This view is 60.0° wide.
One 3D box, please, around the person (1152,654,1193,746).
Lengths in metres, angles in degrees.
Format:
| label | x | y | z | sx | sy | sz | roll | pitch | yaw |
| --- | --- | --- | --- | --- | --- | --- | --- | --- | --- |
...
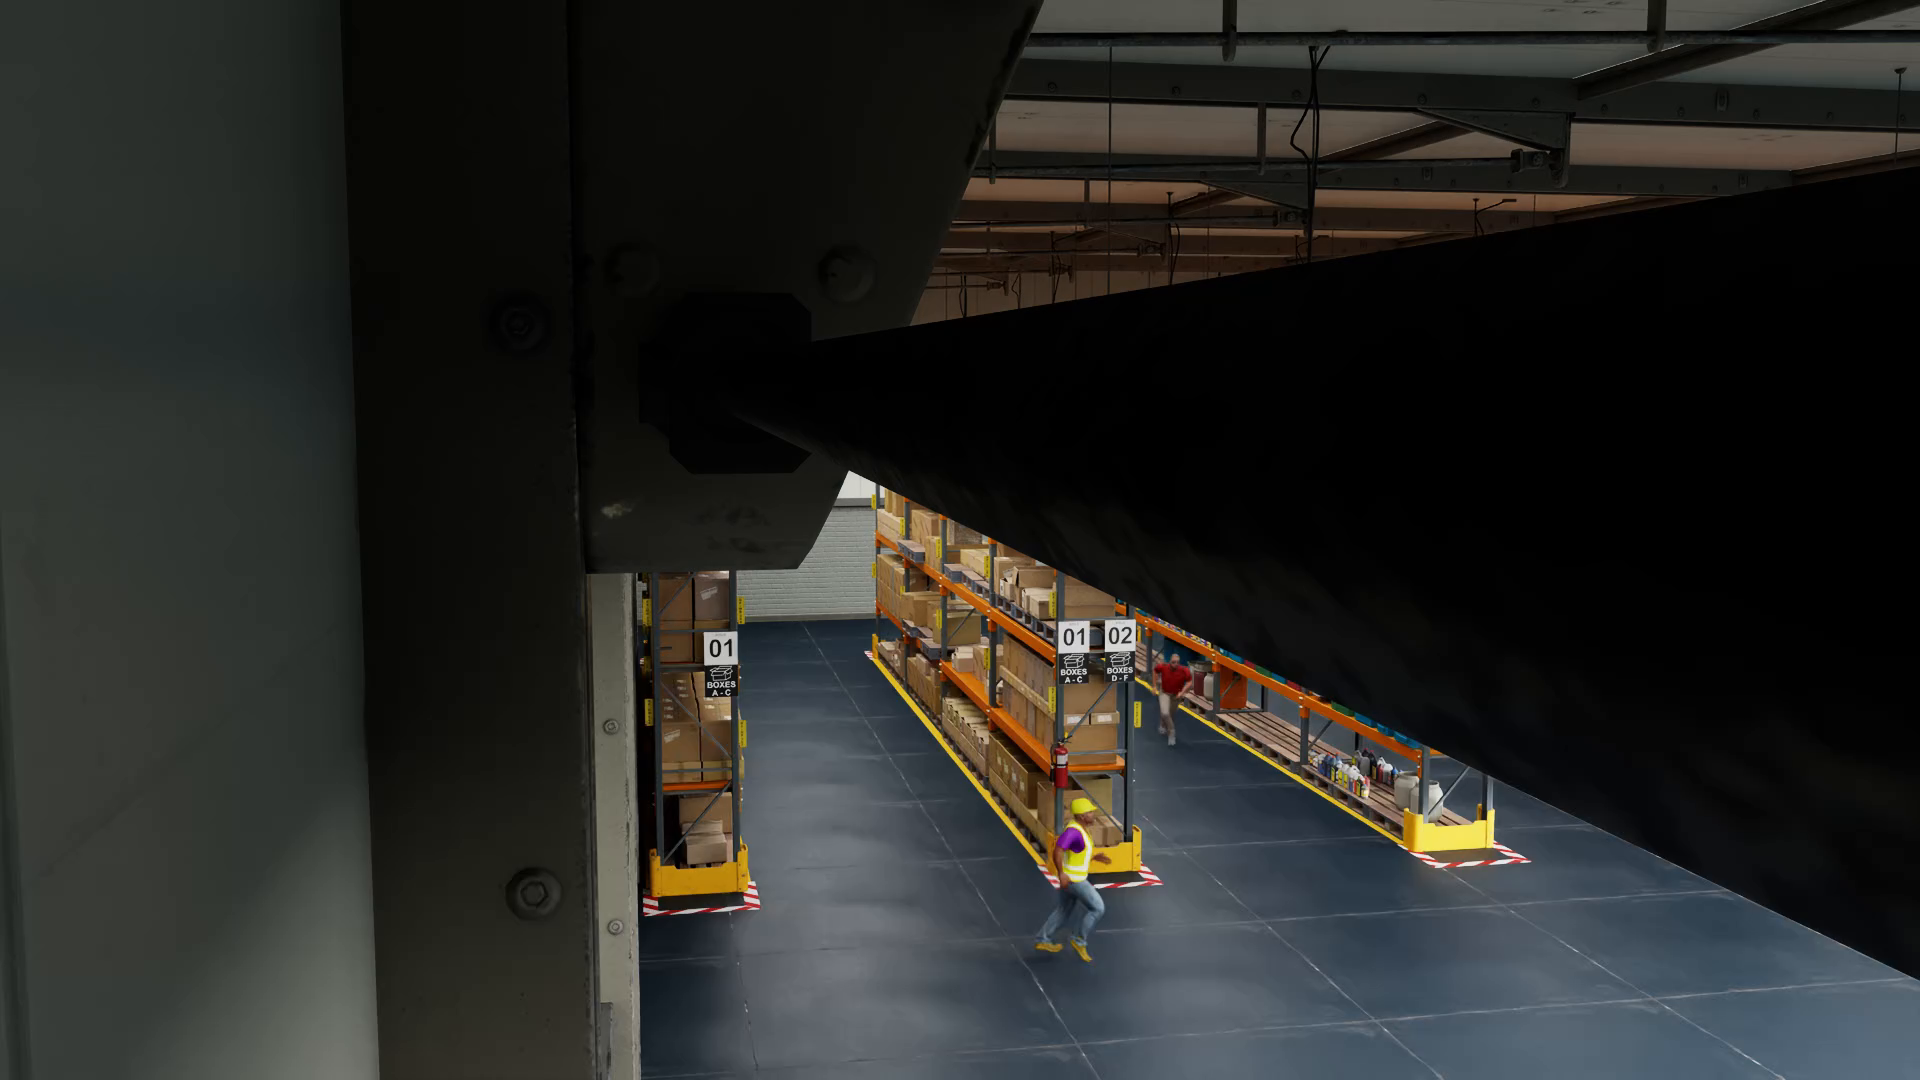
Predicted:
| label | x | y | z | sx | sy | sz | roll | pitch | yaw |
| --- | --- | --- | --- | --- | --- | --- | --- | --- | --- |
| person | 3.601 | 2.654 | 28.390 | 0.664 | 1.578 | 1.041 | 0 | 6 | -1 |

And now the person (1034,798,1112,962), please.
| label | x | y | z | sx | sy | sz | roll | pitch | yaw |
| --- | --- | --- | --- | --- | --- | --- | --- | --- | --- |
| person | 1.214 | 3.646 | 17.846 | 0.834 | 1.774 | 0.645 | 0 | 6 | 2 |
